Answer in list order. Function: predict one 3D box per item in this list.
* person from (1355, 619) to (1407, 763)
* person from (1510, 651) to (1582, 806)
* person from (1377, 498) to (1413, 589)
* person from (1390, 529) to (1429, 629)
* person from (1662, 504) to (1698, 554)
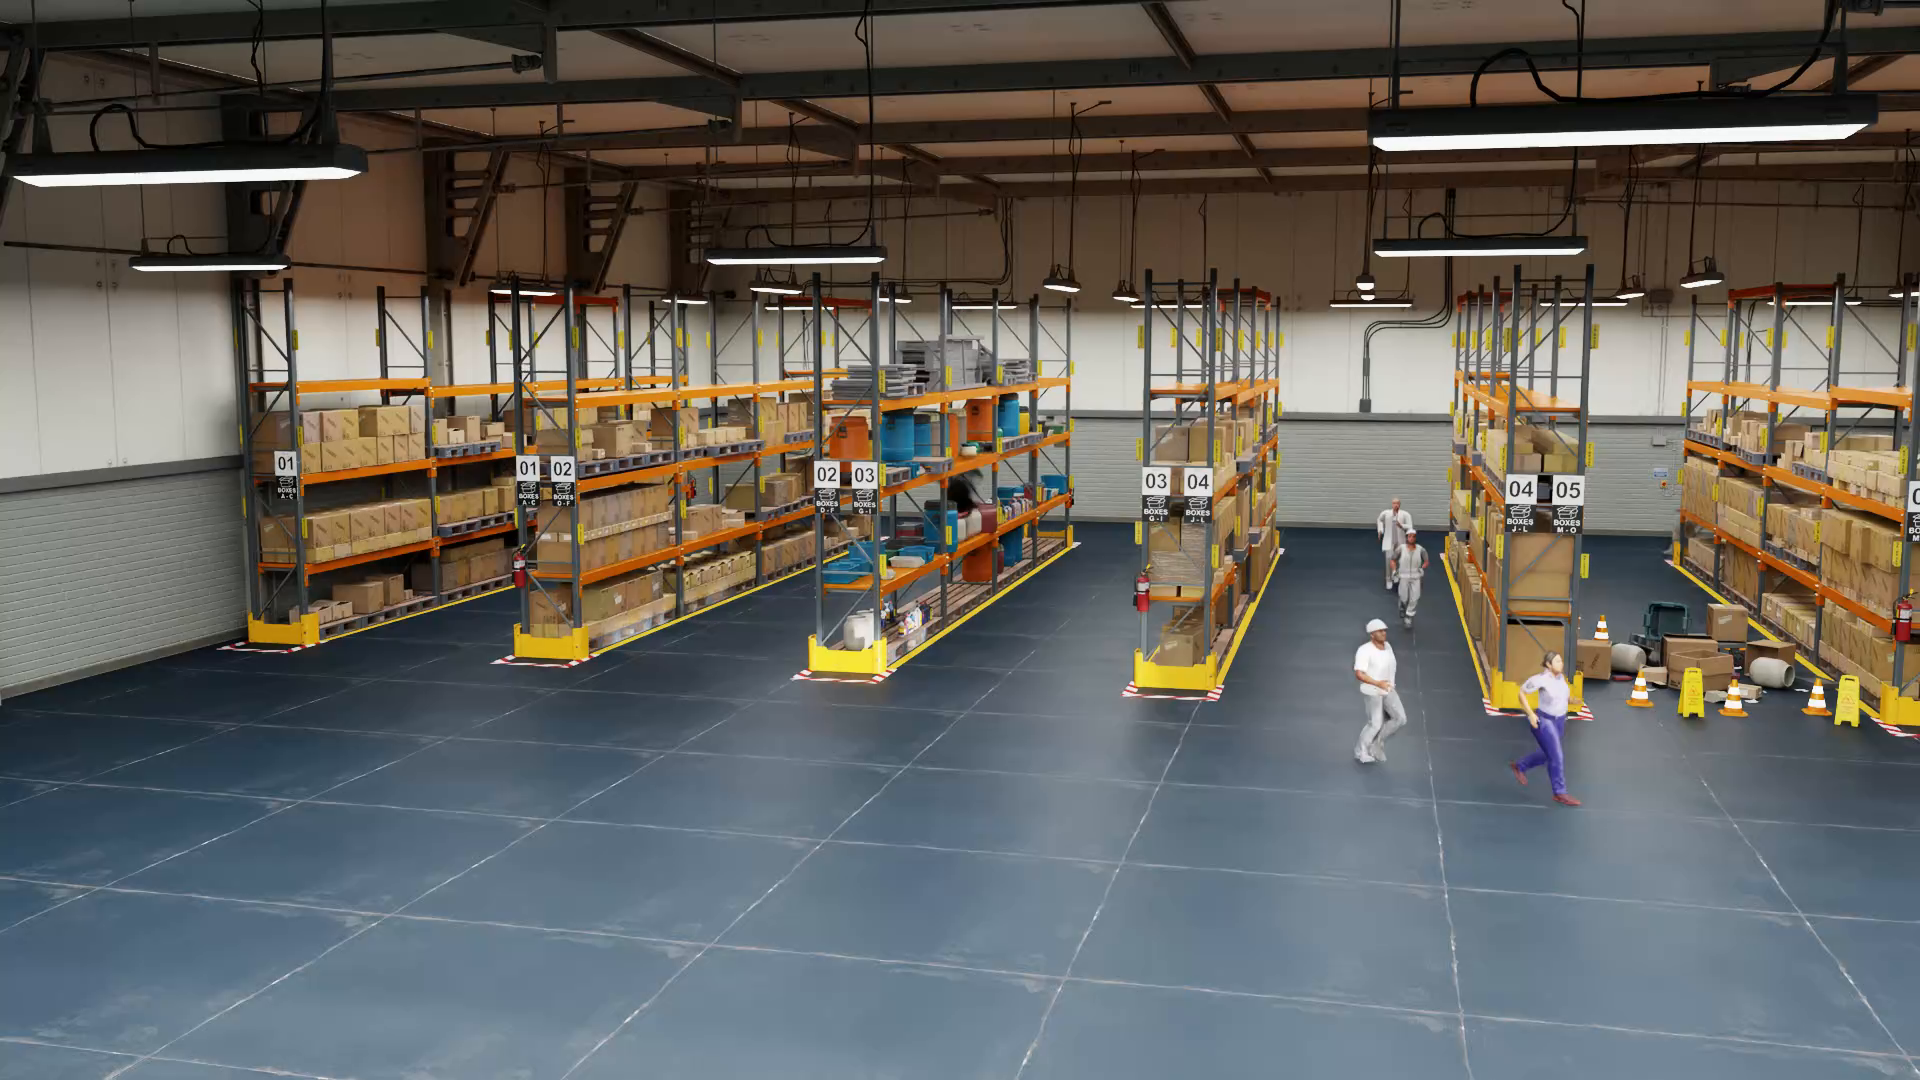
[{"bbox_3d":[4.955,1.789,19.627,0.702,1.725,0.617,-5,8,-35],"label":"person"},{"bbox_3d":[6.389,2.016,18.137,0.607,1.614,0.906,-6,9,-39],"label":"person"},{"bbox_3d":[8.836,0.047,33.819,0.687,1.808,0.990,1,7,12],"label":"person"},{"bbox_3d":[7.849,0.670,29.006,0.658,1.738,0.601,1,7,9],"label":"person"},{"bbox_3d":[16.704,-0.463,38.397,0.957,1.674,0.707,7,9,44],"label":"person"}]
